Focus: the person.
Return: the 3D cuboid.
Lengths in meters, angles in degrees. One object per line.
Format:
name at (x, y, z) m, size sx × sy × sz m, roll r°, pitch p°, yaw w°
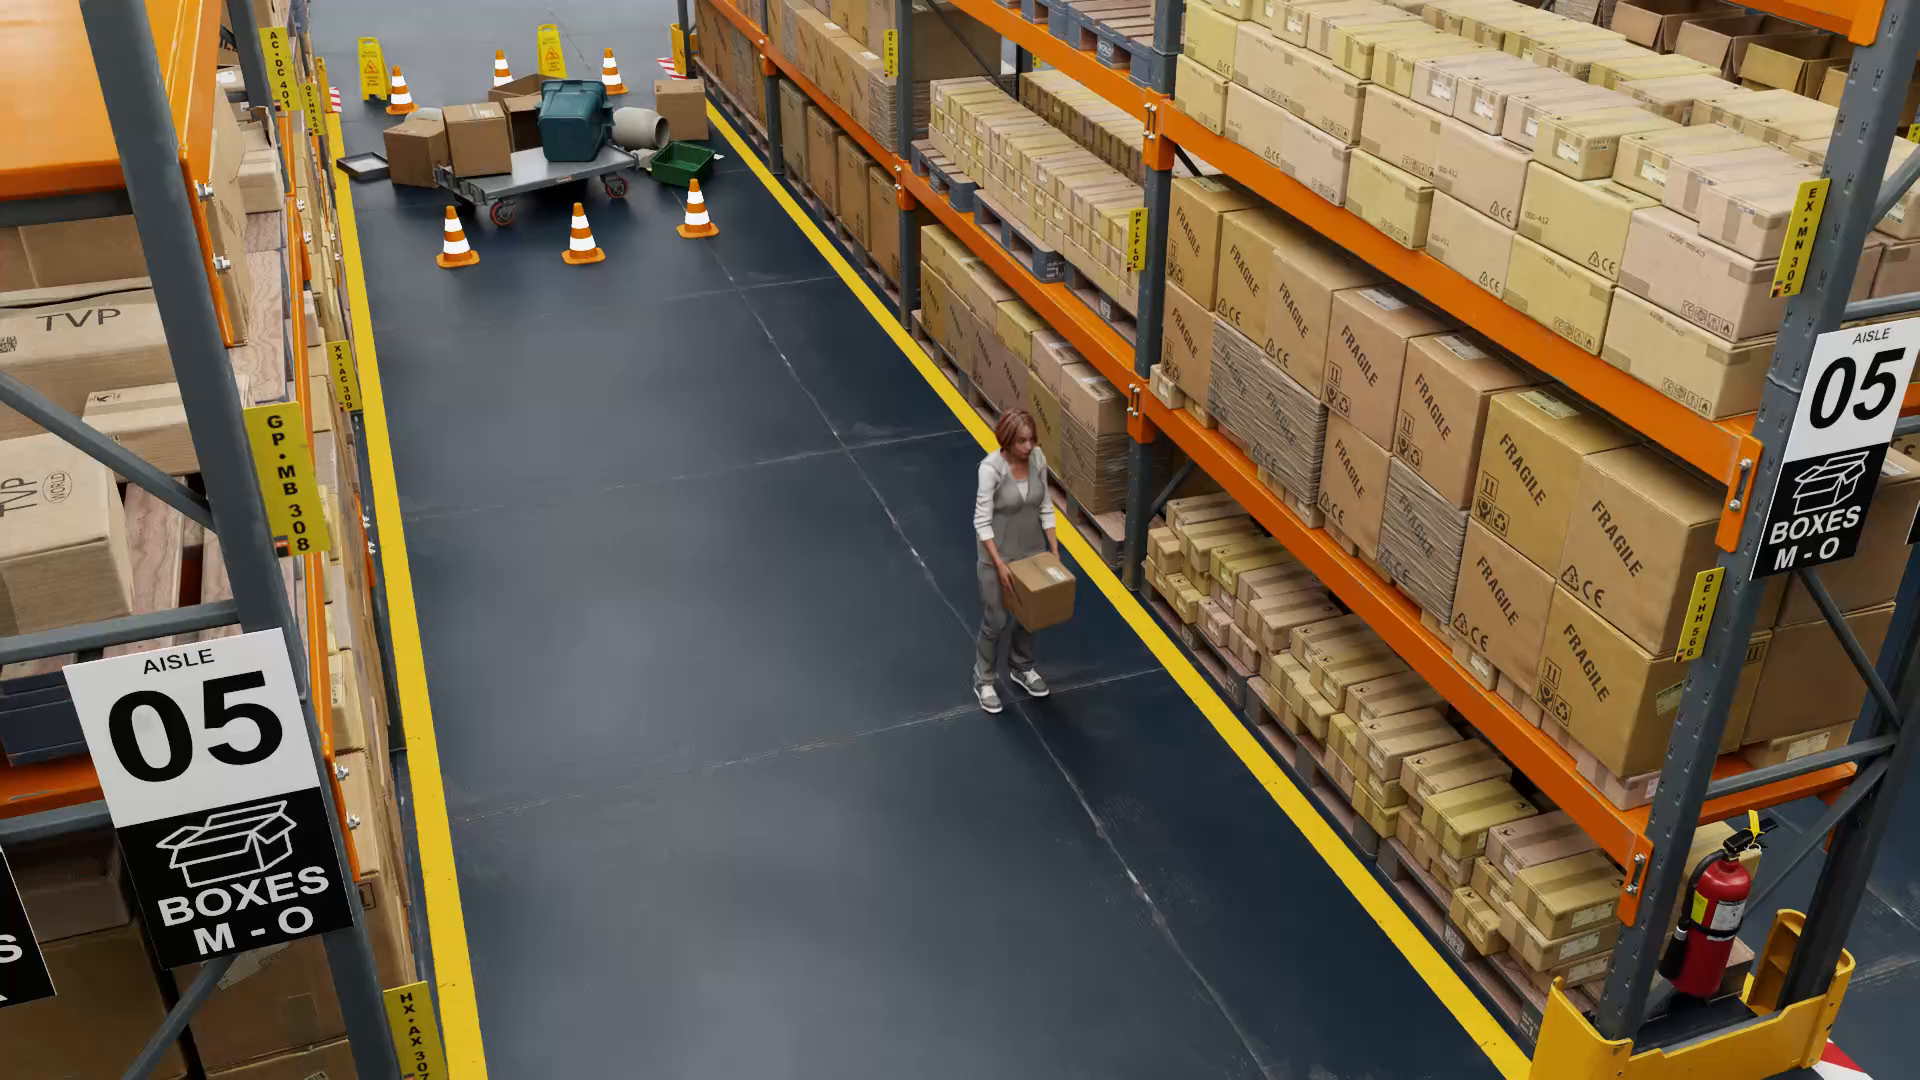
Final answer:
person at (0.273, 0.091, 8.177) m, size 0.444 × 1.602 × 0.384 m, roll -16°, pitch 34°, yaw -25°
